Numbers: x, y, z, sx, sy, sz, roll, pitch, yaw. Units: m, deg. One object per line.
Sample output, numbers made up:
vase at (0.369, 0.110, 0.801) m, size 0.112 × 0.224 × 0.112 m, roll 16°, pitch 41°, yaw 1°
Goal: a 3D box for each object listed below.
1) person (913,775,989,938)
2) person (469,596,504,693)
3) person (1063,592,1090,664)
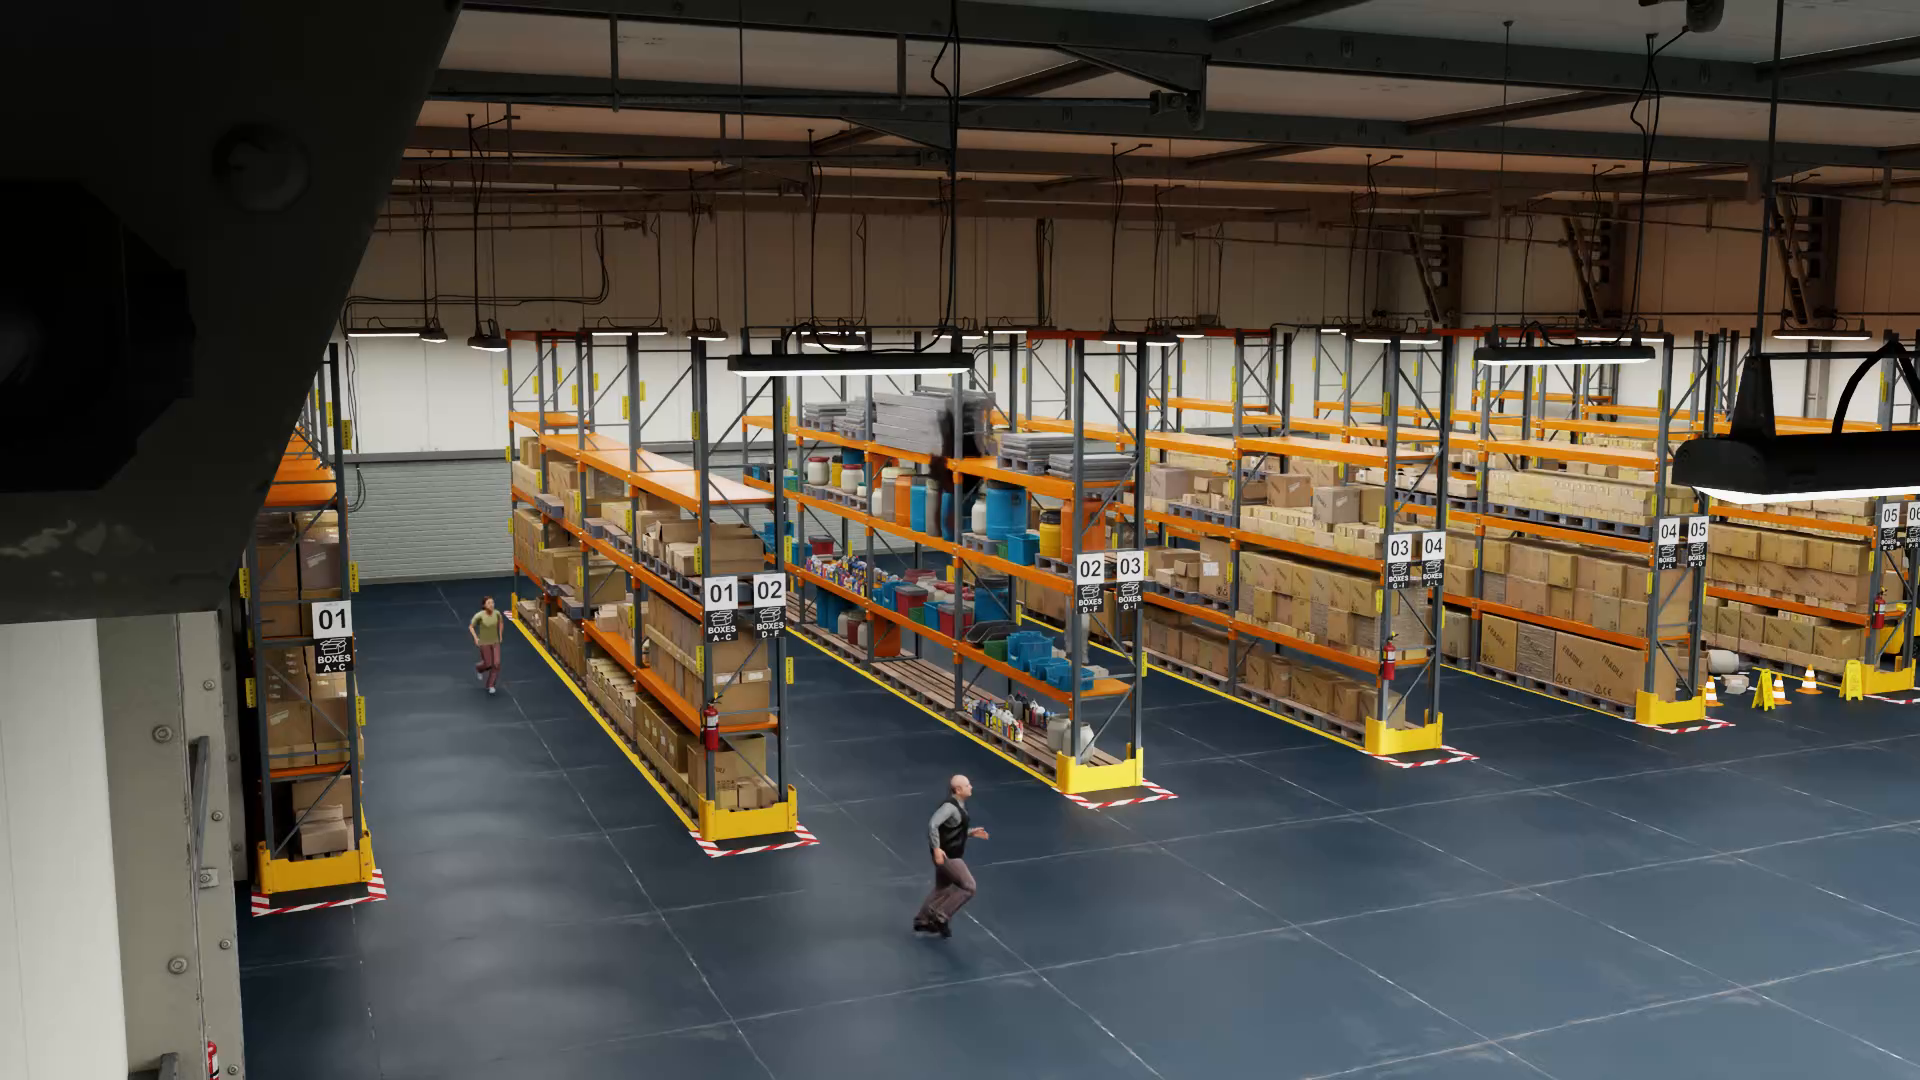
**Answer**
person at (-0.095, 3.220, 16.910) m, size 0.778 × 1.701 × 0.648 m, roll 0°, pitch 8°, yaw 3°
person at (-7.972, 1.735, 28.058) m, size 0.595 × 1.625 × 0.616 m, roll -6°, pitch 10°, yaw -36°
person at (2.094, 1.223, 29.331) m, size 0.641 × 1.910 × 0.824 m, roll -3°, pitch 8°, yaw -18°
